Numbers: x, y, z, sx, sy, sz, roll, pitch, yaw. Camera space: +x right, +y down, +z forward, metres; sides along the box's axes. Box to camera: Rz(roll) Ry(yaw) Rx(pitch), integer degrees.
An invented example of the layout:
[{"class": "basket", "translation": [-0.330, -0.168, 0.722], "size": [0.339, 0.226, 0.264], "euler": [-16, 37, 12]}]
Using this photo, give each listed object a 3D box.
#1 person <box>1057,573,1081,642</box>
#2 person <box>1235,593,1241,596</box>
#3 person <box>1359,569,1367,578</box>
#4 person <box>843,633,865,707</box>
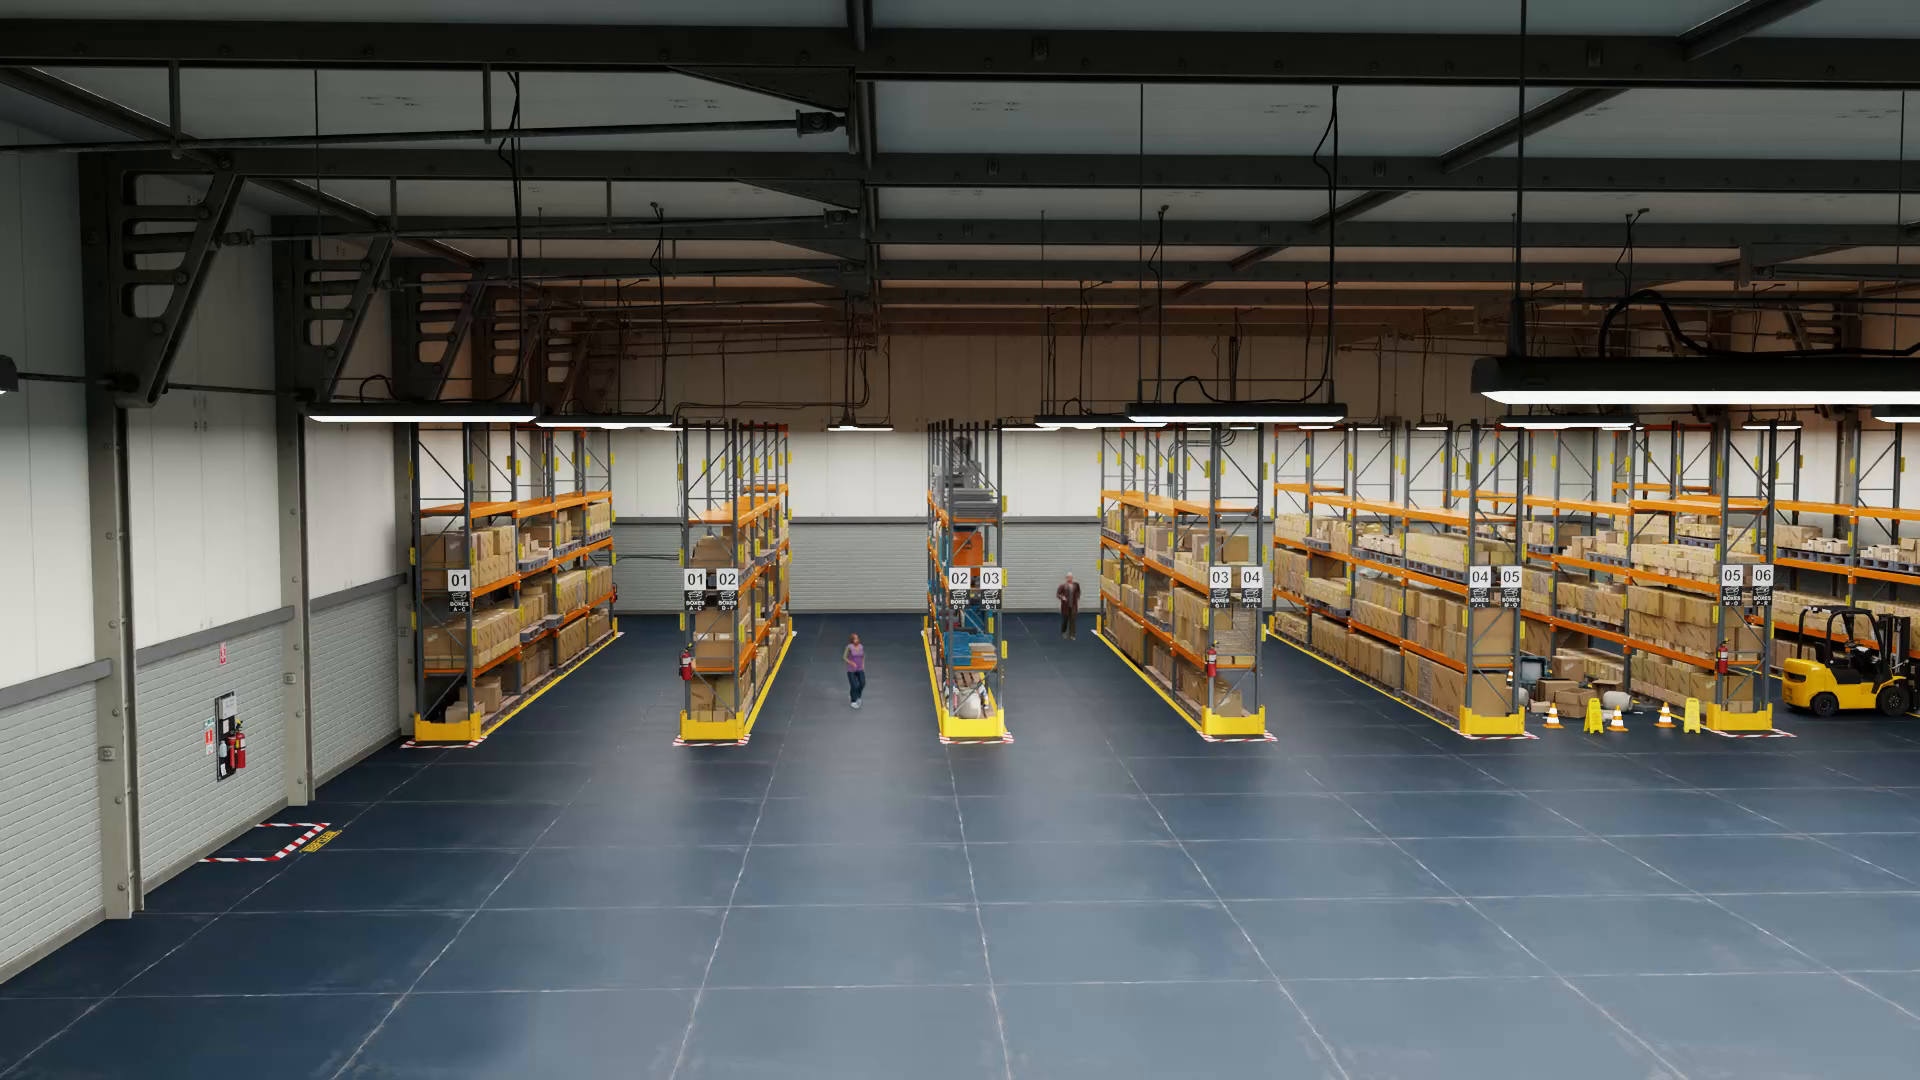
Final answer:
[{"class": "person", "translation": [2.880, 1.751, 43.791], "size": [0.695, 1.790, 0.912], "euler": [-1, 4, -11]}, {"class": "person", "translation": [7.796, 1.946, 45.756], "size": [0.710, 1.726, 0.646], "euler": [0, 4, -4]}, {"class": "person", "translation": [11.998, 1.716, 49.094], "size": [0.872, 1.752, 0.679], "euler": [0, 4, -6]}, {"class": "person", "translation": [-2.169, 2.719, 34.555], "size": [0.533, 1.561, 0.576], "euler": [-1, 4, -22]}]
